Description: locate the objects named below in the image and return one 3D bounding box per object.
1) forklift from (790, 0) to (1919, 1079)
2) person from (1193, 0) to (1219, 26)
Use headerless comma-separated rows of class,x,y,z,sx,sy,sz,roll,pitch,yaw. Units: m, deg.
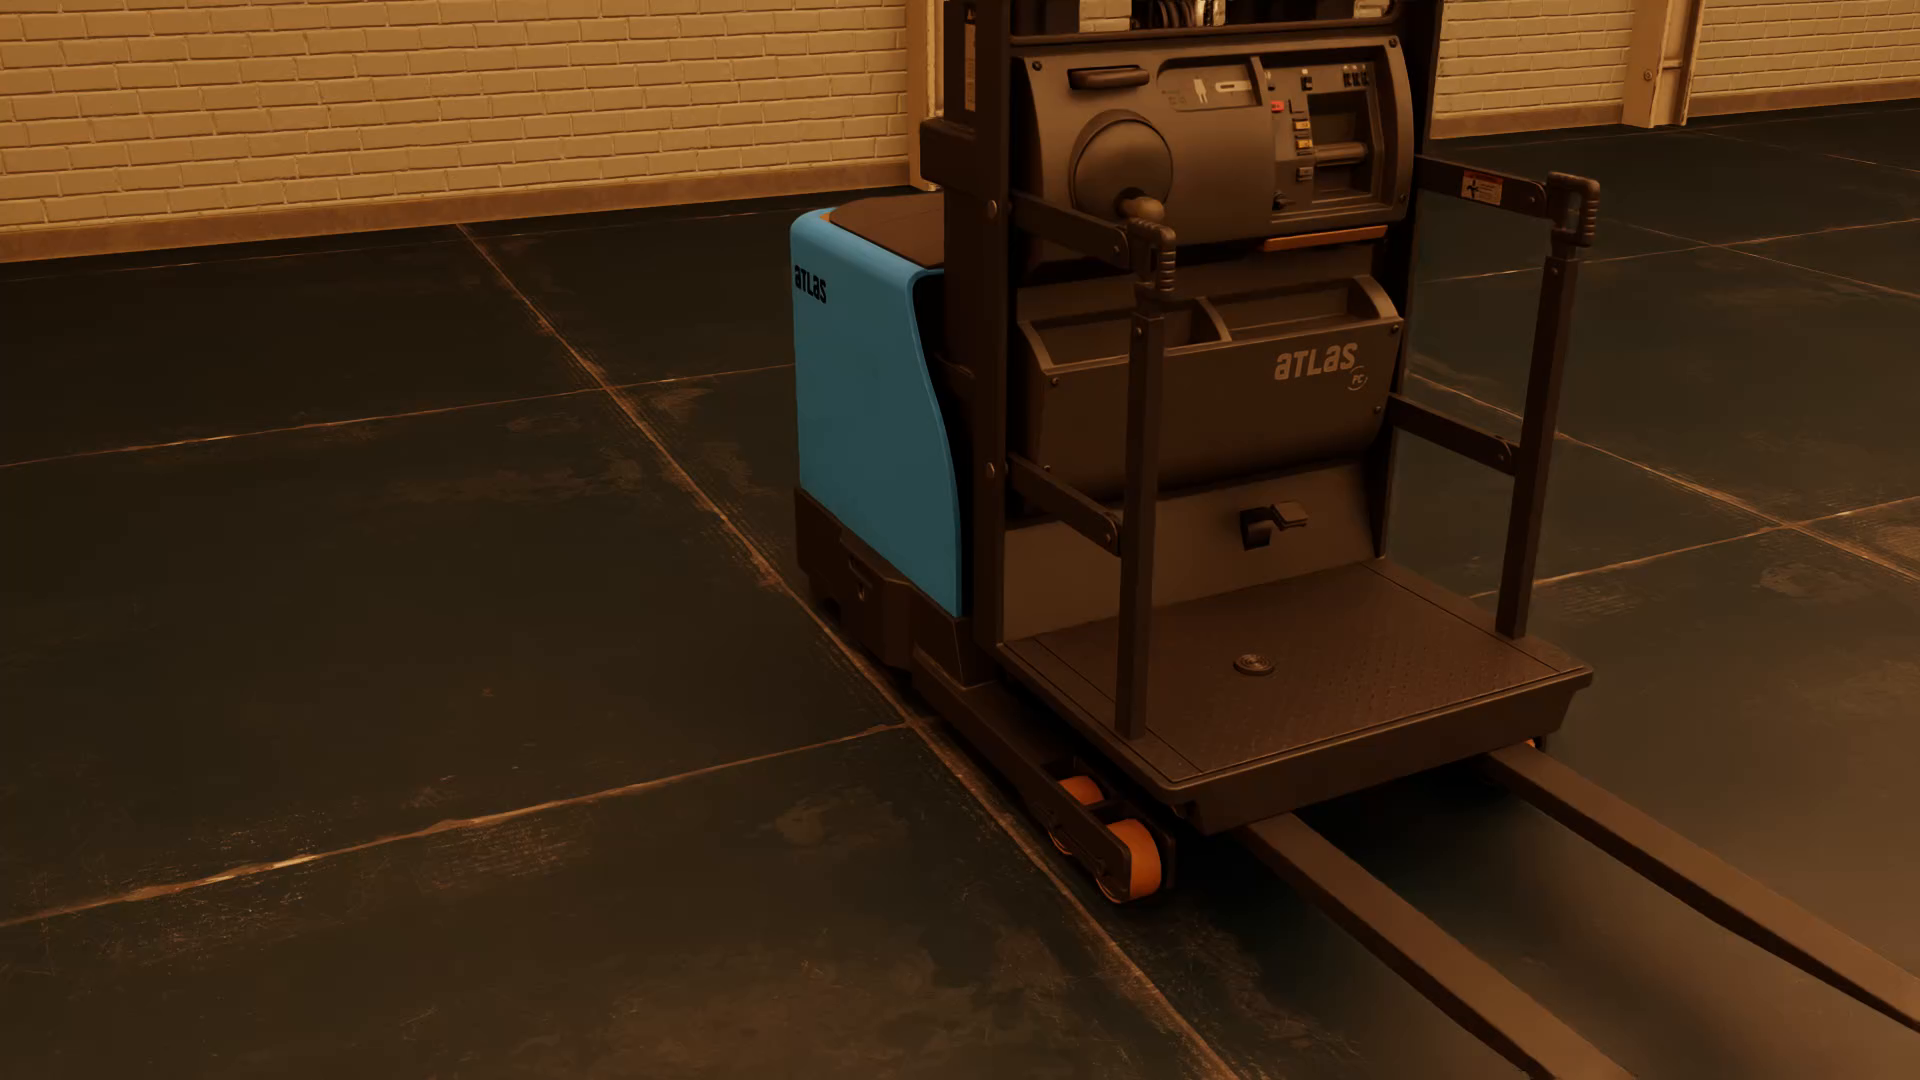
forklift,0.651,-0.818,3.255,1.130,2.935,3.031,-11,25,-25
person,0.779,-0.835,5.048,0.680,1.542,0.942,-17,28,-35
